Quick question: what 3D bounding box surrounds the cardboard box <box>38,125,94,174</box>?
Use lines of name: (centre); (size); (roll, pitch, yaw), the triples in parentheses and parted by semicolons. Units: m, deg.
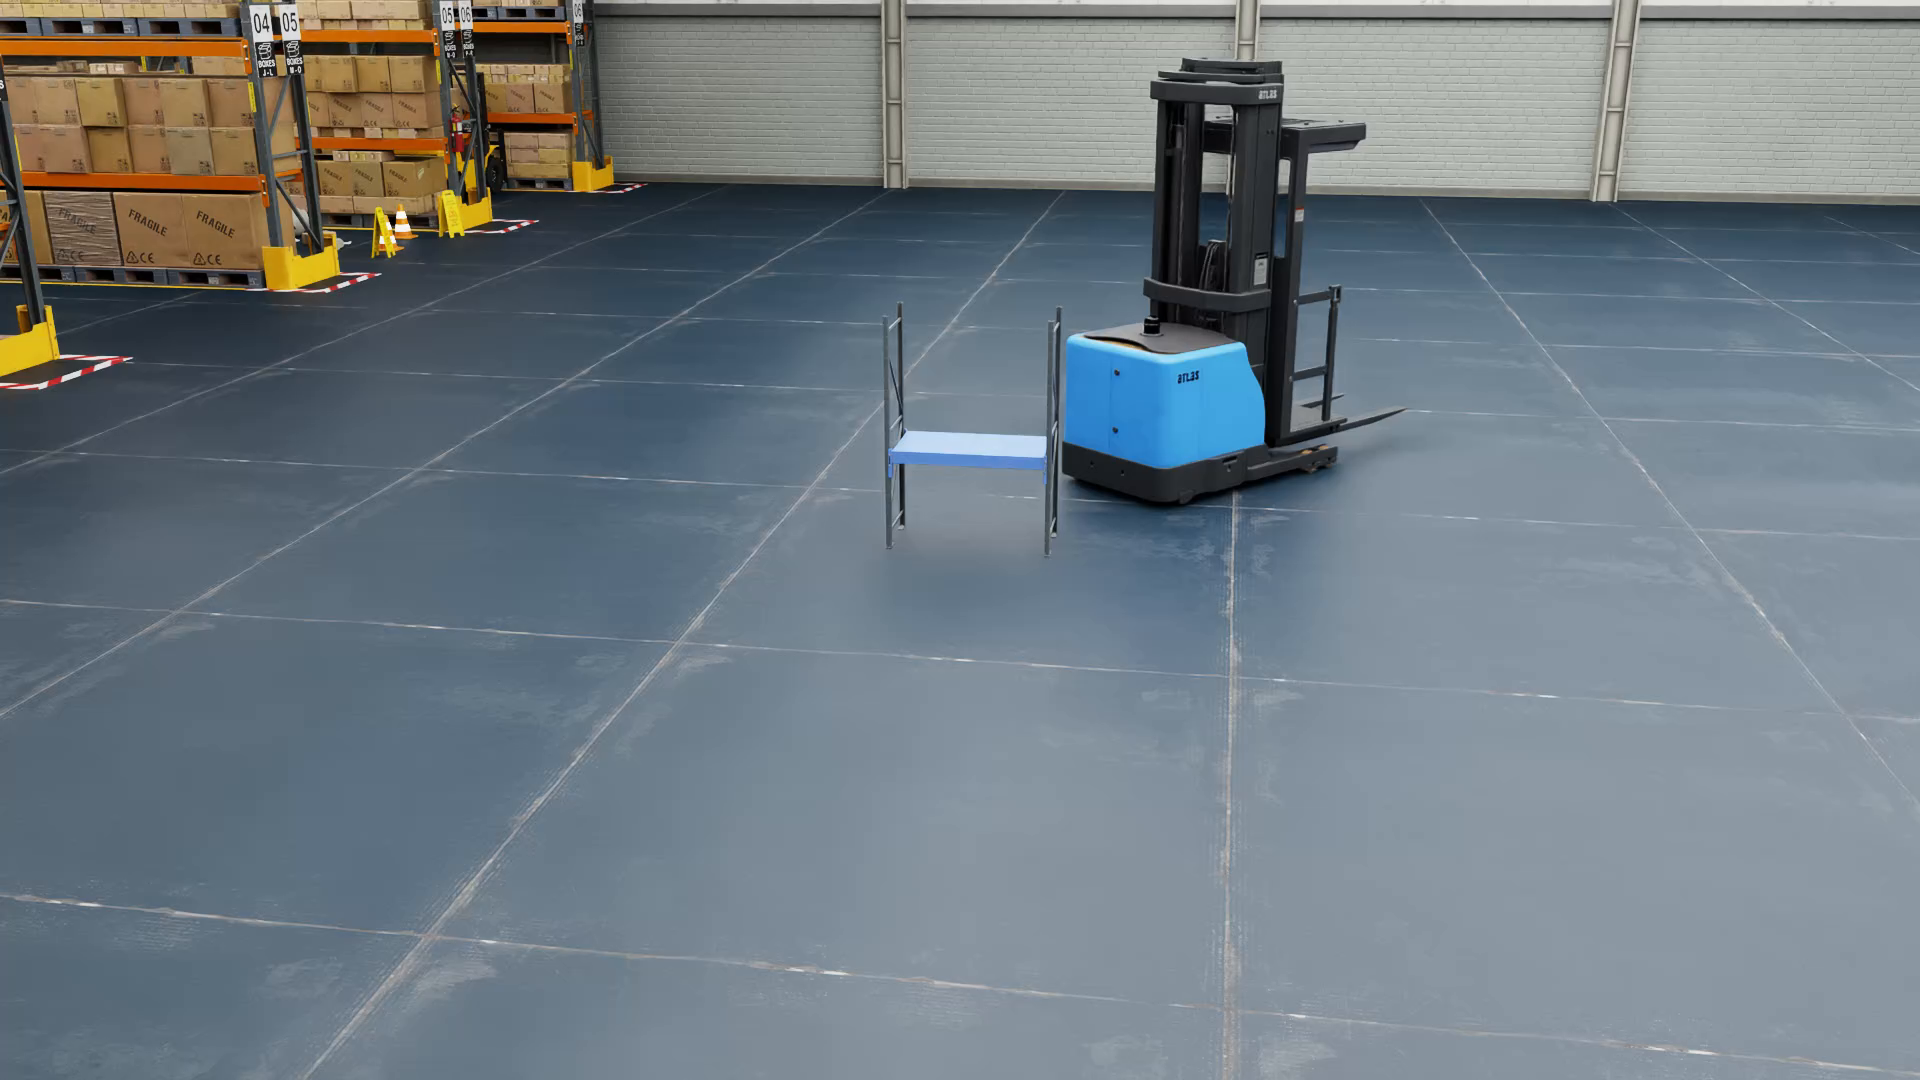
cardboard box: (-10.502, -4.735, 19.990); (0.550, 0.550, 0.875); (3, 19, 9)

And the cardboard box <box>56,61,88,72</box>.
cardboard box: (-13.533, -7.221, 25.348); (0.250, 0.149, 0.380); (2, 19, 6)

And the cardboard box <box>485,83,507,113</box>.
cardboard box: (-8.055, -7.717, 28.983); (0.500, 0.500, 0.500); (3, 19, 8)

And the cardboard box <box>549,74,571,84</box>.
cardboard box: (-6.898, -7.957, 28.678); (0.250, 0.149, 0.380); (3, 19, 9)

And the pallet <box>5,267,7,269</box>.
pallet: (-12.703, -3.456, 20.799); (1.213, 0.211, 1.003); (3, 19, 9)

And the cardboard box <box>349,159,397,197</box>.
cardboard box: (-8.643, -5.352, 24.561); (0.500, 0.500, 0.500); (4, 19, 11)

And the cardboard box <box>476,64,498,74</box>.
cardboard box: (-8.174, -8.154, 28.796); (0.250, 0.149, 0.380); (3, 19, 10)

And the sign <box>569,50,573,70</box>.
sign: (-6.611, -8.165, 28.280); (0.005, 0.325, 0.100); (3, 19, 9)

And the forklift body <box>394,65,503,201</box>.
forklift body: (-8.672, -6.794, 27.719); (1.214, 2.155, 2.313); (3, 19, 9)

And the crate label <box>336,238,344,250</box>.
crate label: (-8.550, -4.033, 22.640); (0.298, 0.136, 0.250); (-7, 20, -20)

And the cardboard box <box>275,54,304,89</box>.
cardboard box: (-9.851, -6.825, 24.272); (0.500, 0.500, 0.700); (3, 19, 7)

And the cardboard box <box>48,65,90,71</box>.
cardboard box: (-16.050, -8.348, 30.200); (0.637, 0.503, 0.797); (2, 19, 7)

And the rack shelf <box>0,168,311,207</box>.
rack shelf: (-9.954, -4.321, 20.124); (4.000, 0.370, 1.077); (3, 19, 9)

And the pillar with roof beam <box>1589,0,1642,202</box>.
pillar with roof beam: (10.034, -8.581, 22.266); (0.400, 9.000, 9.100); (3, 19, 9)

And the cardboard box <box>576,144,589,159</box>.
cardboard box: (-6.942, -6.894, 29.563); (0.500, 0.250, 0.500); (3, 19, 10)

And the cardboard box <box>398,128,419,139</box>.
cardboard box: (-7.965, -5.928, 24.189); (0.250, 0.149, 0.380); (3, 19, 8)

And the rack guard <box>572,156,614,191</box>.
rack guard: (-6.487, -6.486, 29.400); (0.348, 0.500, 1.175); (3, 19, 9)

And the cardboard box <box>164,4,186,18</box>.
cardboard box: (-8.864, -6.048, 19.000); (0.250, 0.149, 0.380); (3, 19, 9)

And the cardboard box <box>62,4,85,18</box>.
cardboard box: (-10.122, -6.112, 19.190); (0.250, 0.149, 0.380); (3, 19, 9)

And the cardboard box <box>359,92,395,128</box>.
cardboard box: (-8.368, -6.274, 24.199); (0.500, 0.500, 0.500); (3, 19, 9)

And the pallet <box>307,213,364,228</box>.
pallet: (-9.367, -4.913, 25.154); (1.213, 0.211, 1.003); (3, 19, 9)

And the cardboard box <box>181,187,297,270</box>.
cardboard box: (-8.660, -3.767, 20.020); (0.875, 0.875, 0.875); (3, 19, 9)

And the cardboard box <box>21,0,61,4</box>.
cardboard box: (-10.494, -6.339, 19.243); (0.500, 0.250, 0.500); (3, 19, 8)

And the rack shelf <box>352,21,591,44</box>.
rack shelf: (-8.485, -8.855, 28.946); (4.000, 0.370, 1.077); (3, 19, 9)

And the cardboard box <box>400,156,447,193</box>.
cardboard box: (-8.071, -5.497, 24.993); (0.500, 0.500, 0.500); (2, 19, 7)

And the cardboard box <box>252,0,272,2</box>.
cardboard box: (-8.416, -6.405, 19.440); (0.500, 0.250, 0.500); (3, 19, 9)

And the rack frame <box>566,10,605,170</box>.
rack frame: (-6.511, -7.673, 29.007); (0.127, 3.000, 1.000); (3, 19, 9)

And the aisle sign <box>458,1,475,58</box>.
aisle sign: (-7.184, -7.444, 24.228); (0.004, 0.787, 0.394); (3, 19, 9)

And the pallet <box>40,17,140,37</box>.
pallet: (-9.922, -6.037, 19.530); (1.213, 0.211, 1.003); (3, 19, 9)

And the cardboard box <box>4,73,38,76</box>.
cardboard box: (-11.570, -5.317, 20.028); (0.550, 0.550, 0.875); (3, 19, 9)

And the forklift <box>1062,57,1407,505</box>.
forklift: (2.188, -2.001, 12.163); (3.031, 2.935, 1.130); (-15, 24, -38)

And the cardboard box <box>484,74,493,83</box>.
cardboard box: (-8.168, -8.014, 28.848); (0.250, 0.149, 0.380); (3, 19, 9)

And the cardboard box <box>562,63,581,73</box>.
cardboard box: (-6.809, -8.253, 29.092); (0.250, 0.149, 0.380); (3, 19, 8)

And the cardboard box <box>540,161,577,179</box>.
cardboard box: (-7.025, -6.493, 29.152); (0.500, 0.250, 0.500); (3, 19, 9)

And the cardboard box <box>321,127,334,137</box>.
cardboard box: (-9.204, -6.033, 24.503); (0.250, 0.149, 0.380); (3, 19, 9)

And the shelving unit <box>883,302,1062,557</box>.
shelving unit: (0.084, -0.707, 10.552); (1.048, 1.500, 0.538); (3, 19, 9)

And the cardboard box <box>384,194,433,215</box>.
cardboard box: (-8.159, -4.970, 24.602); (0.500, 0.250, 0.500); (3, 19, 8)

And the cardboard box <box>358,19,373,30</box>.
cardboard box: (-8.438, -7.411, 23.894); (0.250, 0.149, 0.380); (3, 19, 9)

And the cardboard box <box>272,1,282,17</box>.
cardboard box: (-9.850, -7.651, 23.983); (0.500, 0.250, 0.500); (3, 19, 9)

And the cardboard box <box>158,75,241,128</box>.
cardboard box: (-8.898, -5.174, 19.602); (0.550, 0.550, 0.875); (3, 19, 9)

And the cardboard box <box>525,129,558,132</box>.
cardboard box: (-7.449, -7.150, 29.540); (0.500, 0.250, 0.500); (3, 19, 9)

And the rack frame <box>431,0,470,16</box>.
rack frame: (-7.294, -8.962, 23.407); (0.127, 3.000, 1.000); (3, 19, 9)

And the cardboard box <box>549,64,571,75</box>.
cardboard box: (-6.898, -8.121, 28.698); (0.250, 0.149, 0.380); (3, 19, 9)

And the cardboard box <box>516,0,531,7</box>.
cardboard box: (-7.377, -9.169, 28.329); (0.250, 0.149, 0.380); (2, 19, 7)
